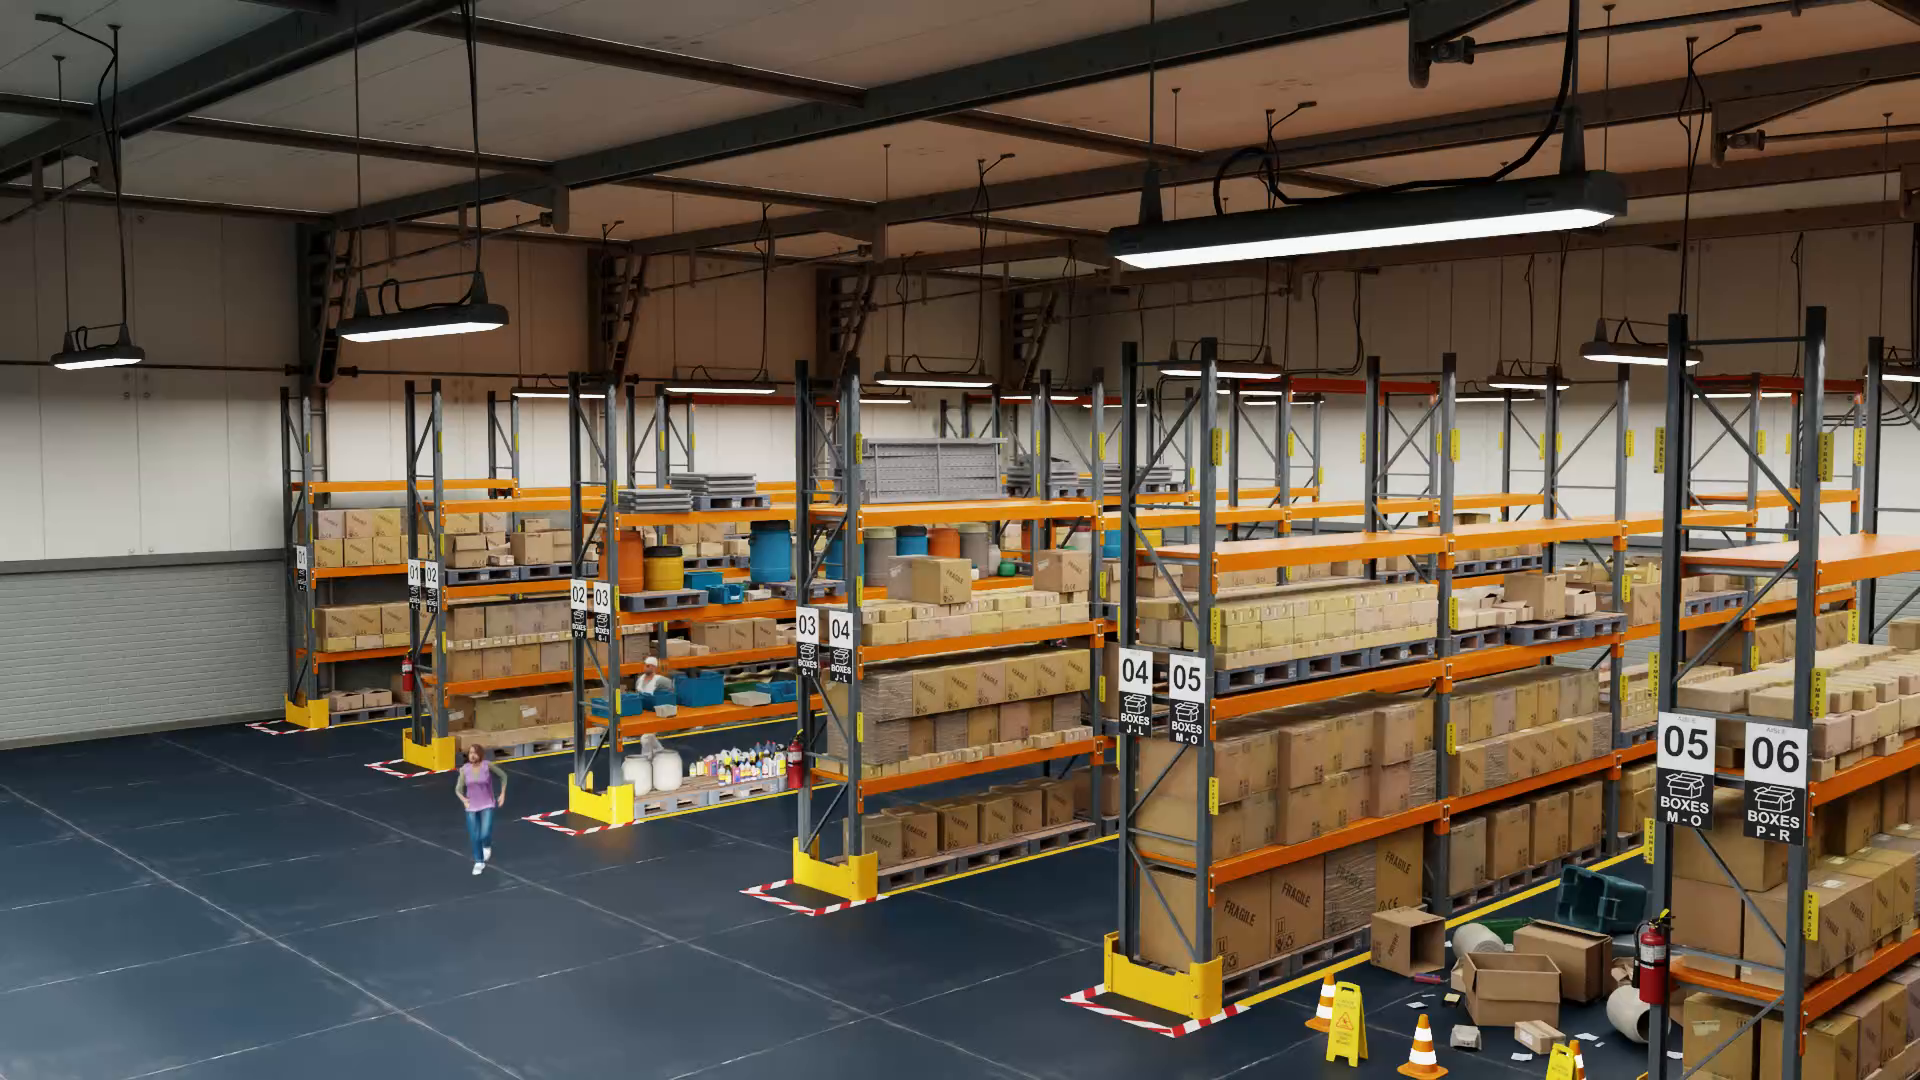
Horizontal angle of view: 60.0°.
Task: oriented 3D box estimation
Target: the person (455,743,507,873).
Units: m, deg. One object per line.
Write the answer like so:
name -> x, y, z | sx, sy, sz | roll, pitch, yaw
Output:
person -> -5.604, 3.158, 19.429 | 0.567, 1.536, 0.619 | 0, 4, -6

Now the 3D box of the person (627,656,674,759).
person -> -4.647, 2.661, 24.958 | 0.608, 1.832, 0.765 | 3, 5, 38
